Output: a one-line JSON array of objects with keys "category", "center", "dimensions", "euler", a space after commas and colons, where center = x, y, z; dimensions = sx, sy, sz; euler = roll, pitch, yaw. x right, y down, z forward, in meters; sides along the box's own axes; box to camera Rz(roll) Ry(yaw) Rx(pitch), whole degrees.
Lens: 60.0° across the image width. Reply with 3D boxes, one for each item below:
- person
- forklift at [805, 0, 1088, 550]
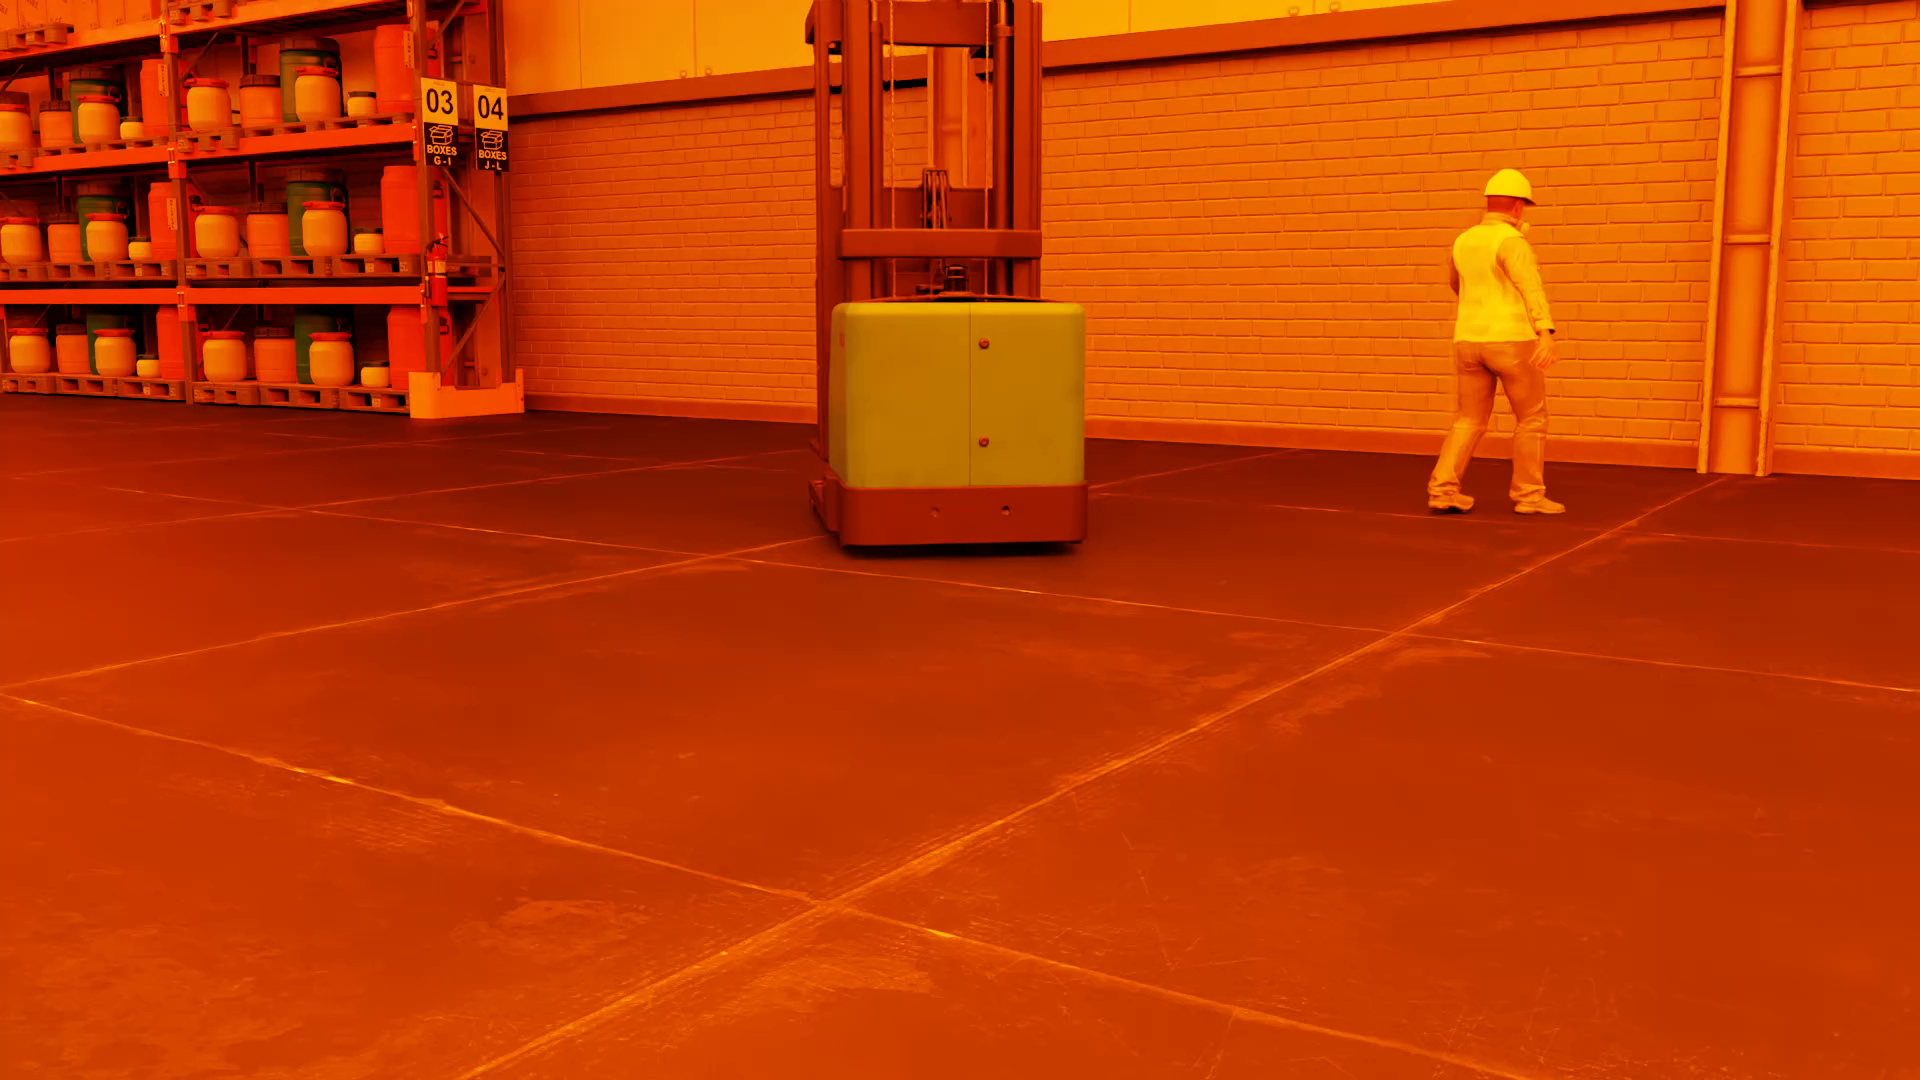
[{"category": "person", "center": [2.793, -0.997, 8.470], "dimensions": [0.756, 1.753, 0.943], "euler": [-4, 9, -26]}, {"category": "forklift", "center": [-0.188, -1.576, 8.279], "dimensions": [1.130, 2.935, 3.031], "euler": [-1, 8, -9]}]
